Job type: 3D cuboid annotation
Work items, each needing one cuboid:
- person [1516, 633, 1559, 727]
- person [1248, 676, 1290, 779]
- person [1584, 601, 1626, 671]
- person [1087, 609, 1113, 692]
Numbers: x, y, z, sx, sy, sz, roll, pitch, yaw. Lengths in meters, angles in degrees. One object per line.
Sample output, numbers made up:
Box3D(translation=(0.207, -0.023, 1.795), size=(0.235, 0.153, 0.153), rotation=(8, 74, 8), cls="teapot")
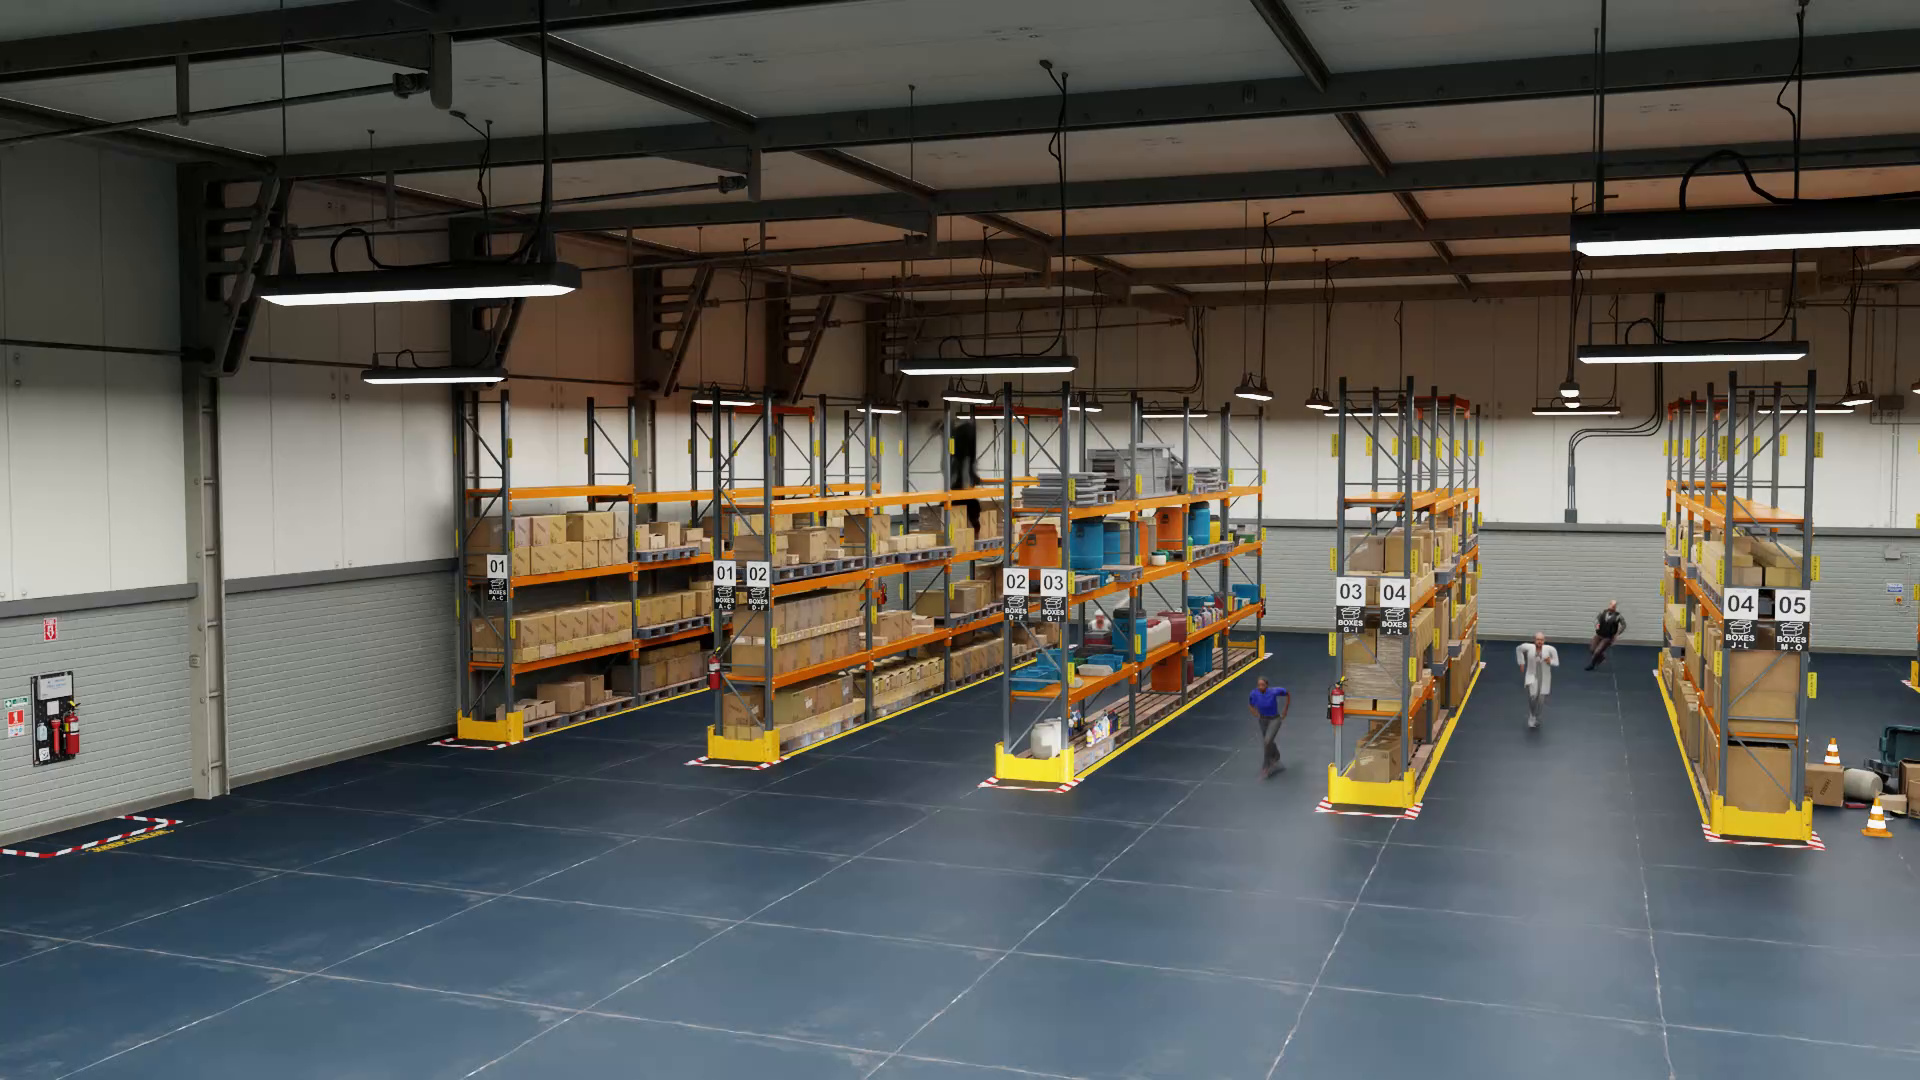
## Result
Box3D(translation=(10.301, 2.493, 29.681), size=(0.690, 1.700, 0.963), rotation=(1, 3, 12), cls="person")
Box3D(translation=(4.777, 2.841, 25.534), size=(0.617, 1.615, 0.954), rotation=(2, 4, 28), cls="person")
Box3D(translation=(14.545, 2.154, 37.422), size=(0.610, 1.612, 0.759), rotation=(-2, 4, -37), cls="person")
Box3D(translation=(2.962, 2.268, 34.488), size=(0.659, 1.722, 0.911), rotation=(1, 3, 14), cls="person")
